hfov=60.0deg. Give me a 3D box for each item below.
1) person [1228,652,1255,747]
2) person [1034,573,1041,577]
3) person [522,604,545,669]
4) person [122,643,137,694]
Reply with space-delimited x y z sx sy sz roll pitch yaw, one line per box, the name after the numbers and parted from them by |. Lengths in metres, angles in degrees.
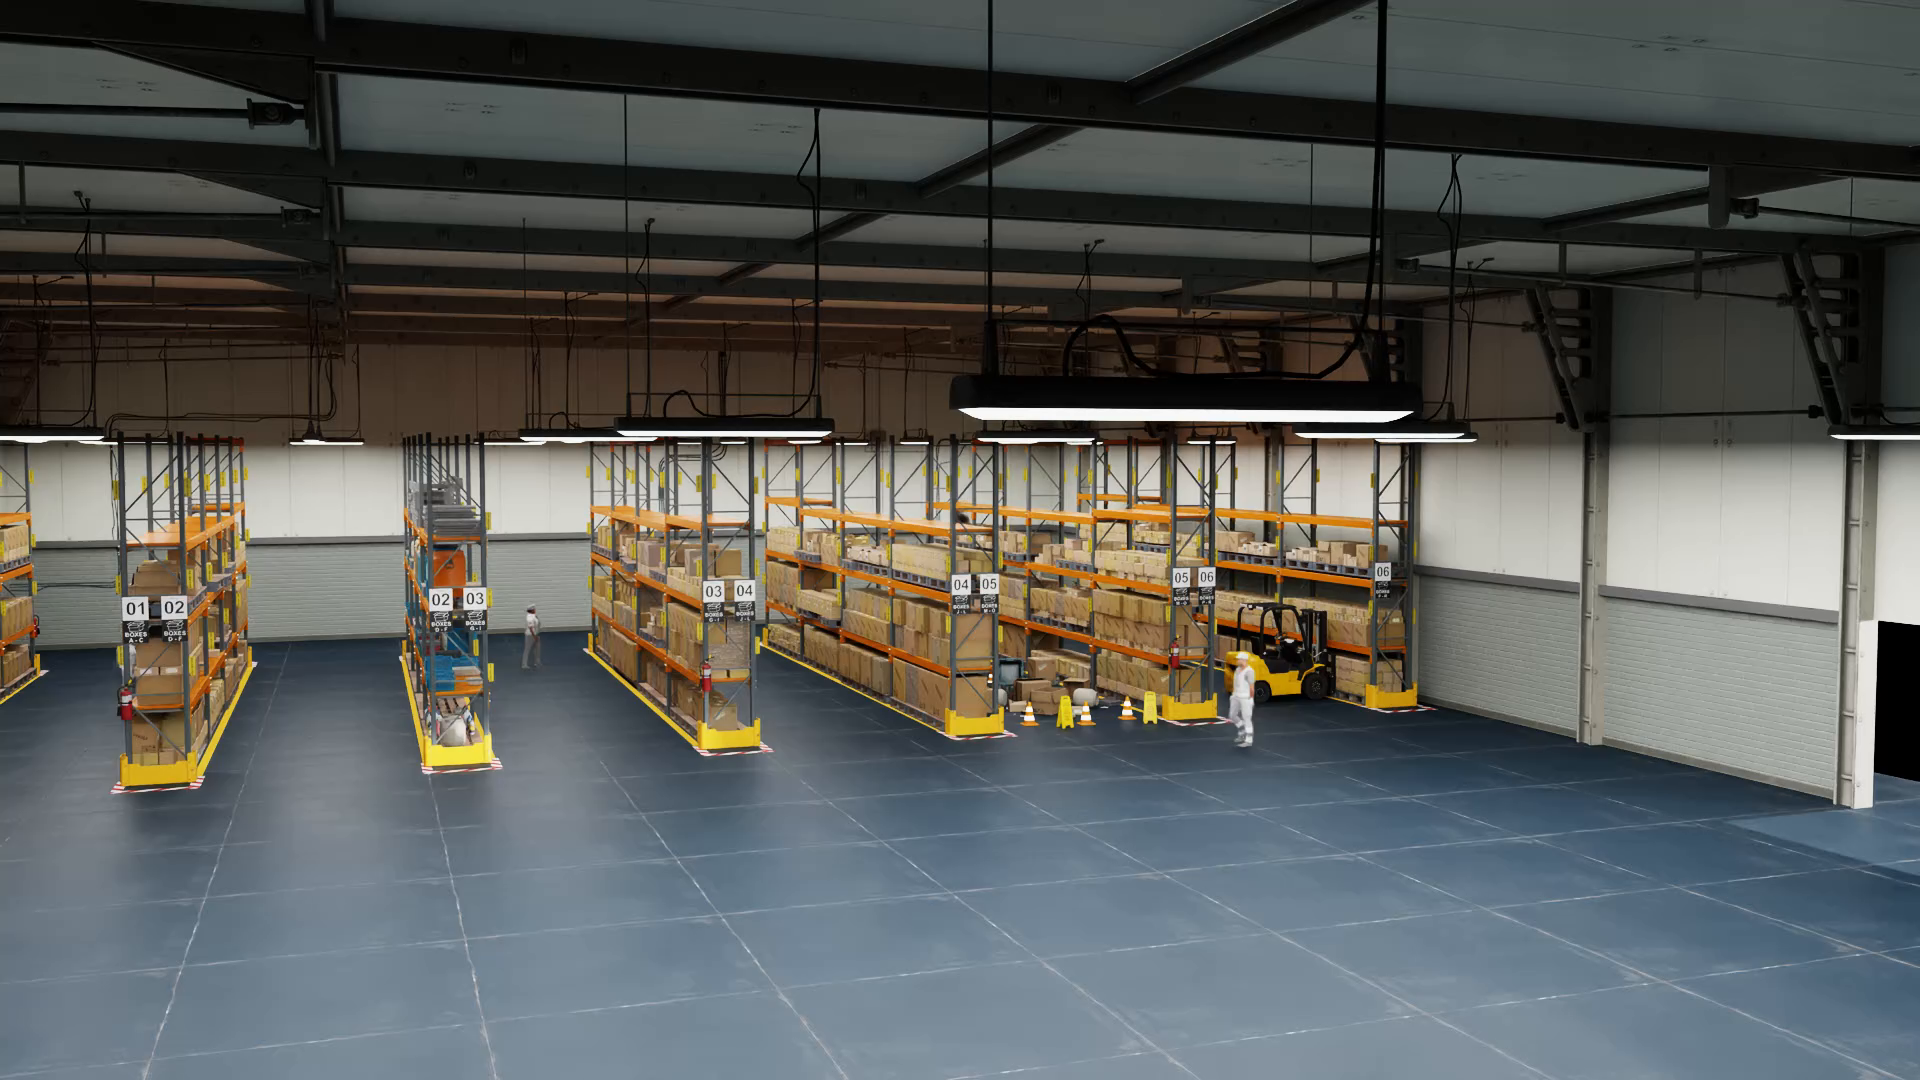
5.433 3.037 31.929 0.455 1.793 0.580 -2 4 -26 | person
2.506 1.895 54.106 0.523 1.652 0.763 0 3 -1 | person
-11.114 2.513 43.292 0.504 1.721 0.633 0 3 8 | person
-18.093 2.874 36.388 0.564 1.679 0.500 1 3 10 | person
